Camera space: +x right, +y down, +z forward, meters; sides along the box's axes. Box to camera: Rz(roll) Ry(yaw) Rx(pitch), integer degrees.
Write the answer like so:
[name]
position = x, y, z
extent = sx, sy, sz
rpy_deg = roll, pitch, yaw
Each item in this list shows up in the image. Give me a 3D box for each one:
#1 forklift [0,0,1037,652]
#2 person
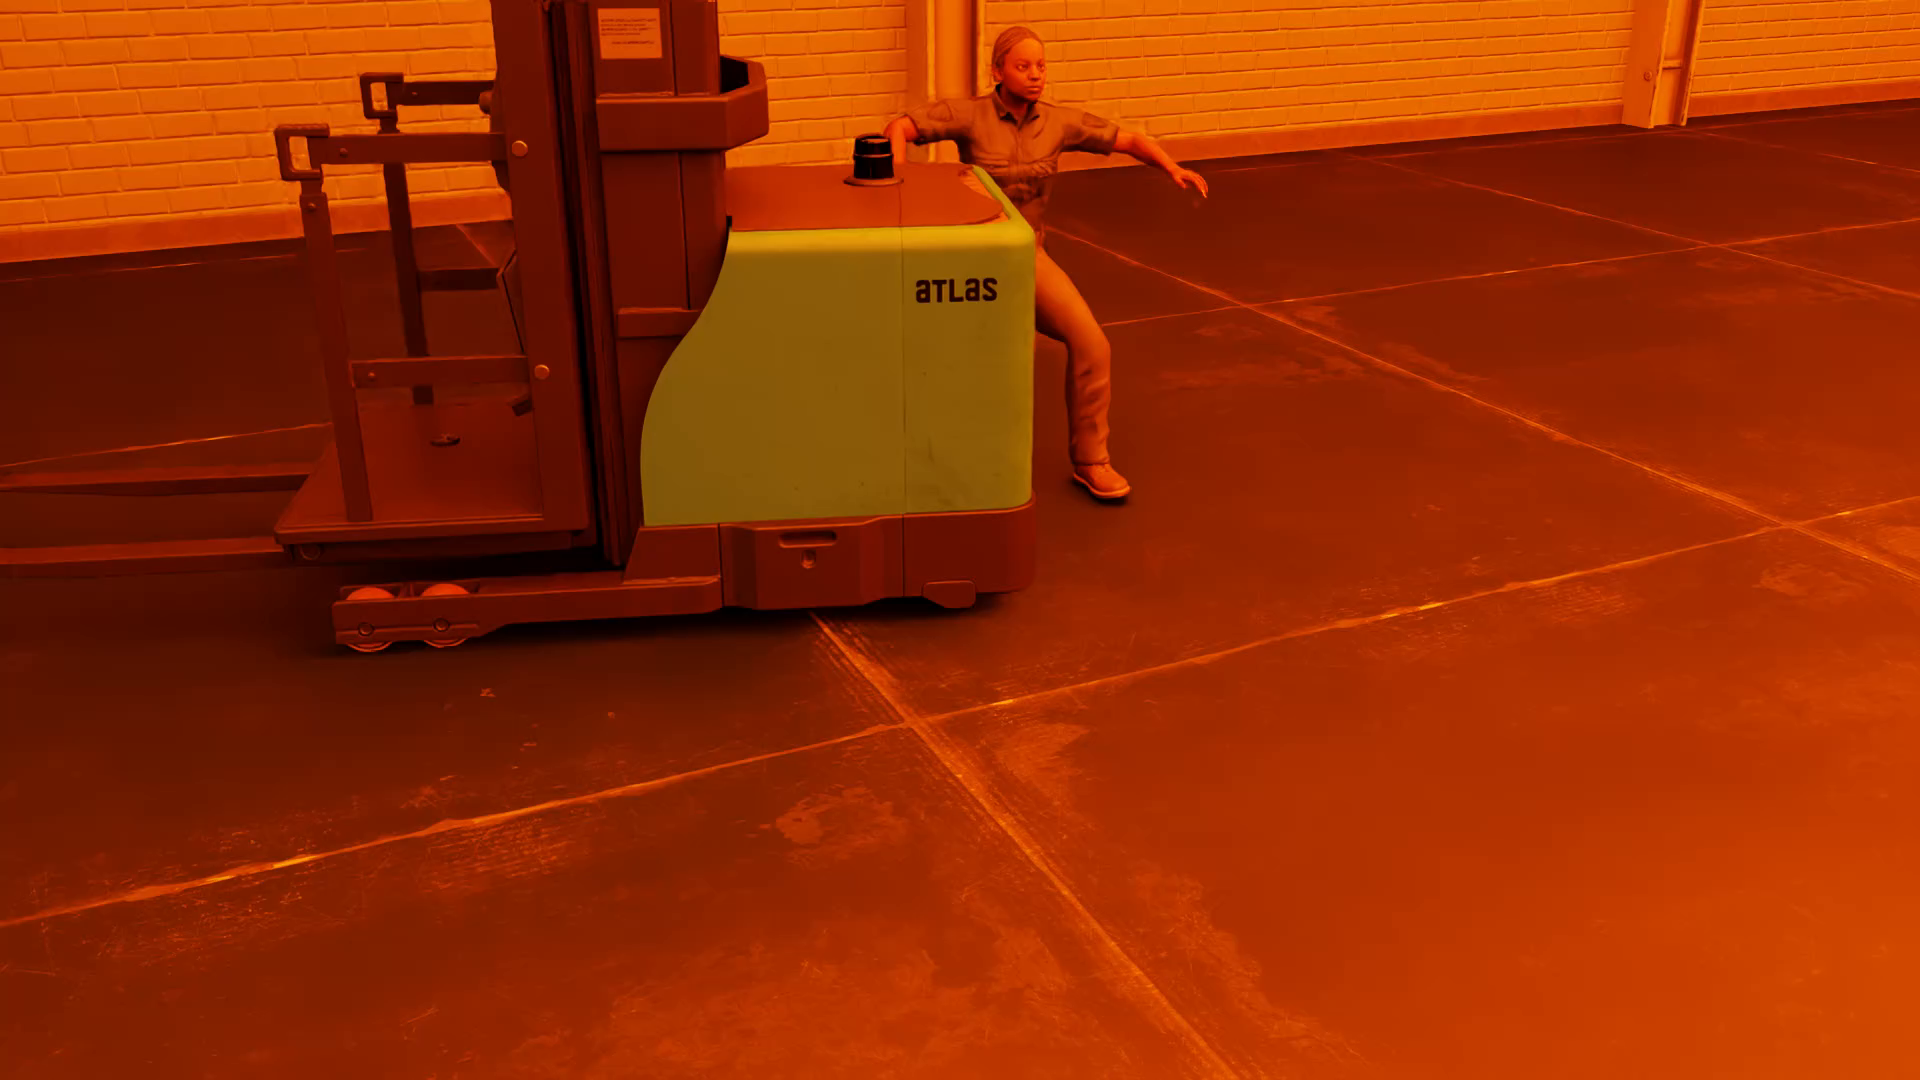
[forklift]
position = -1.347, -1.273, 4.350
extent = 3.031, 2.935, 1.130
rpy_deg = -3, 23, -7
[person]
position = 0.233, -0.884, 5.354
extent = 1.017, 1.431, 0.786
rpy_deg = -11, 25, -25
